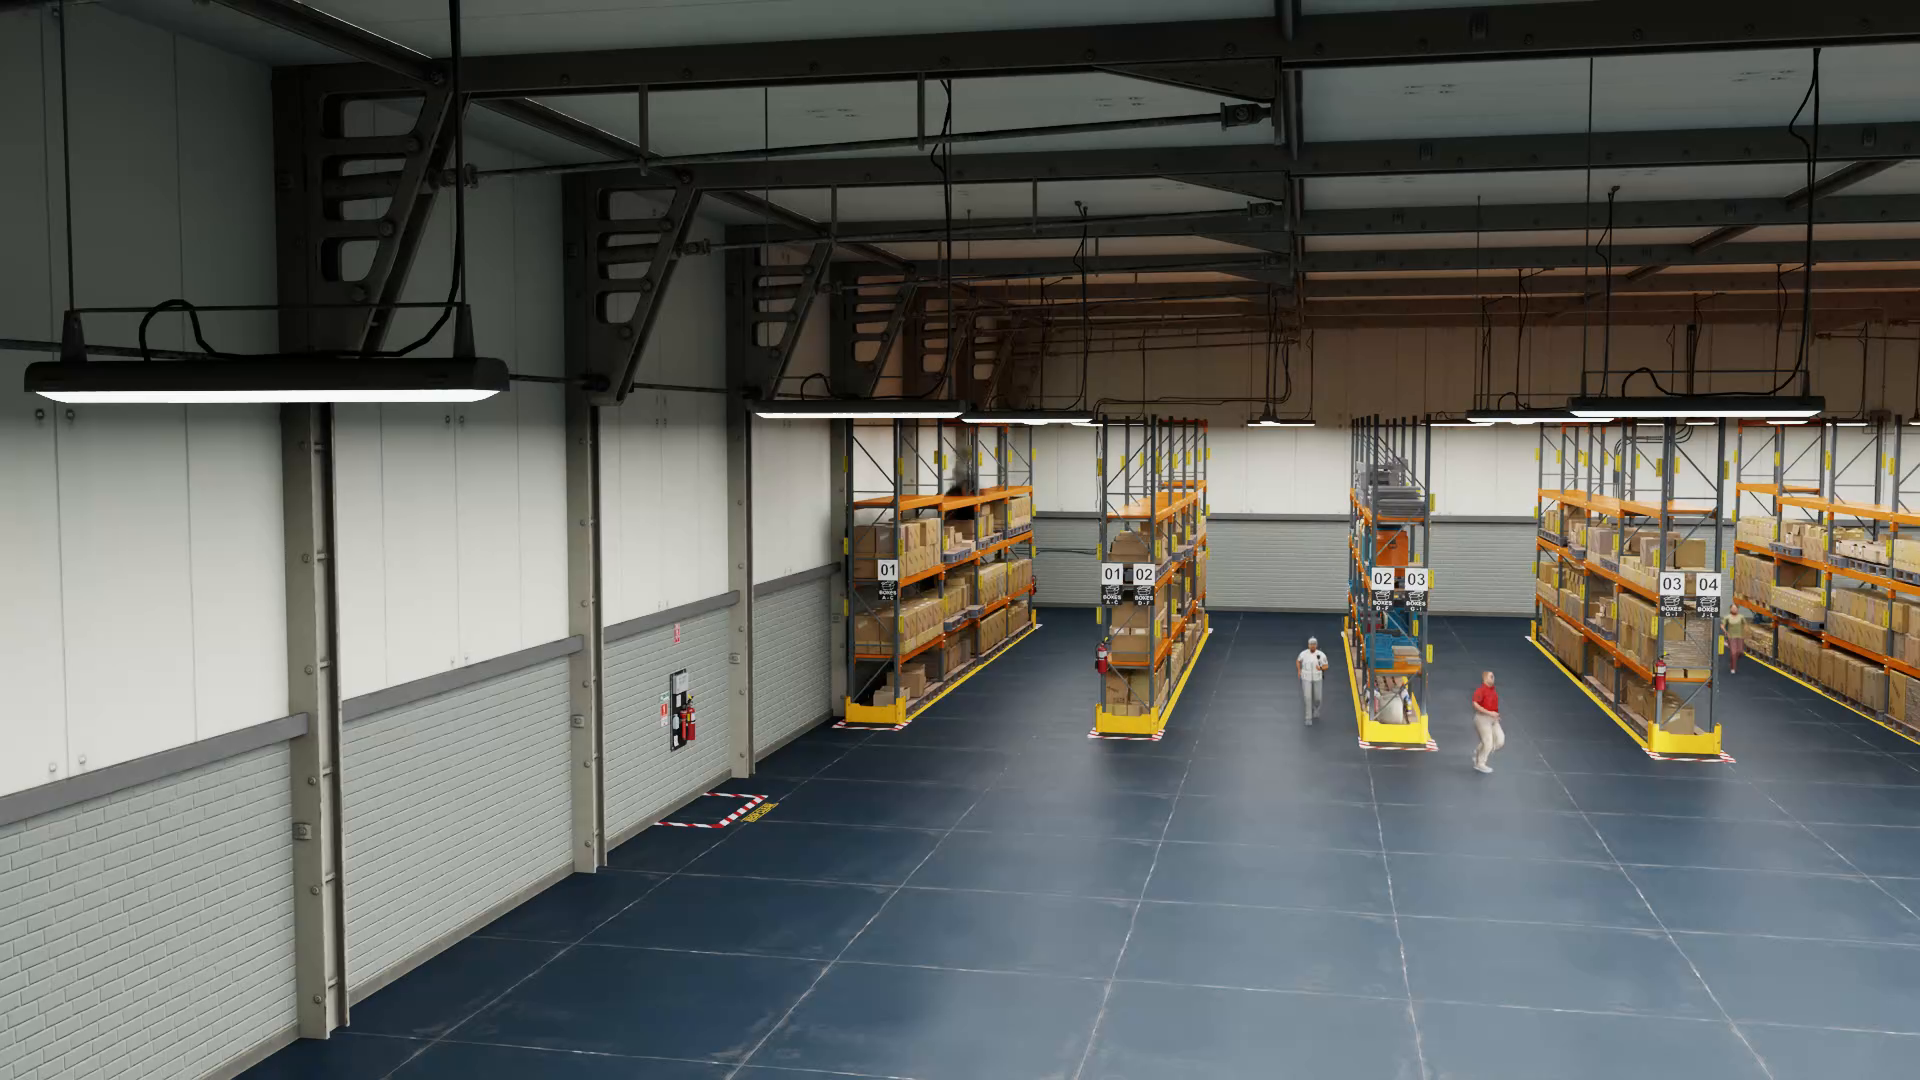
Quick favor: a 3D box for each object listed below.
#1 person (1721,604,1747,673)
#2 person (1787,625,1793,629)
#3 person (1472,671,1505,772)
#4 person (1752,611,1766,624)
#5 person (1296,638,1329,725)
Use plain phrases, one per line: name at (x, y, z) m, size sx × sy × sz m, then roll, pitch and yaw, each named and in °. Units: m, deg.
person at (18.208, 2.312, 39.090) m, size 0.584 × 1.633 × 0.535 m, roll 1°, pitch 4°, yaw 16°
person at (22.636, 1.903, 44.887) m, size 0.938 × 1.687 × 0.639 m, roll 0°, pitch 4°, yaw 7°
person at (8.812, 3.025, 27.787) m, size 0.681 × 1.692 × 0.593 m, roll -4°, pitch 5°, yaw -44°
person at (21.647, 1.899, 45.044) m, size 0.824 × 1.607 × 0.531 m, roll 0°, pitch 4°, yaw 0°
person at (6.852, 2.726, 32.382) m, size 0.599 × 1.644 × 0.929 m, roll 1°, pitch 4°, yaw 10°
